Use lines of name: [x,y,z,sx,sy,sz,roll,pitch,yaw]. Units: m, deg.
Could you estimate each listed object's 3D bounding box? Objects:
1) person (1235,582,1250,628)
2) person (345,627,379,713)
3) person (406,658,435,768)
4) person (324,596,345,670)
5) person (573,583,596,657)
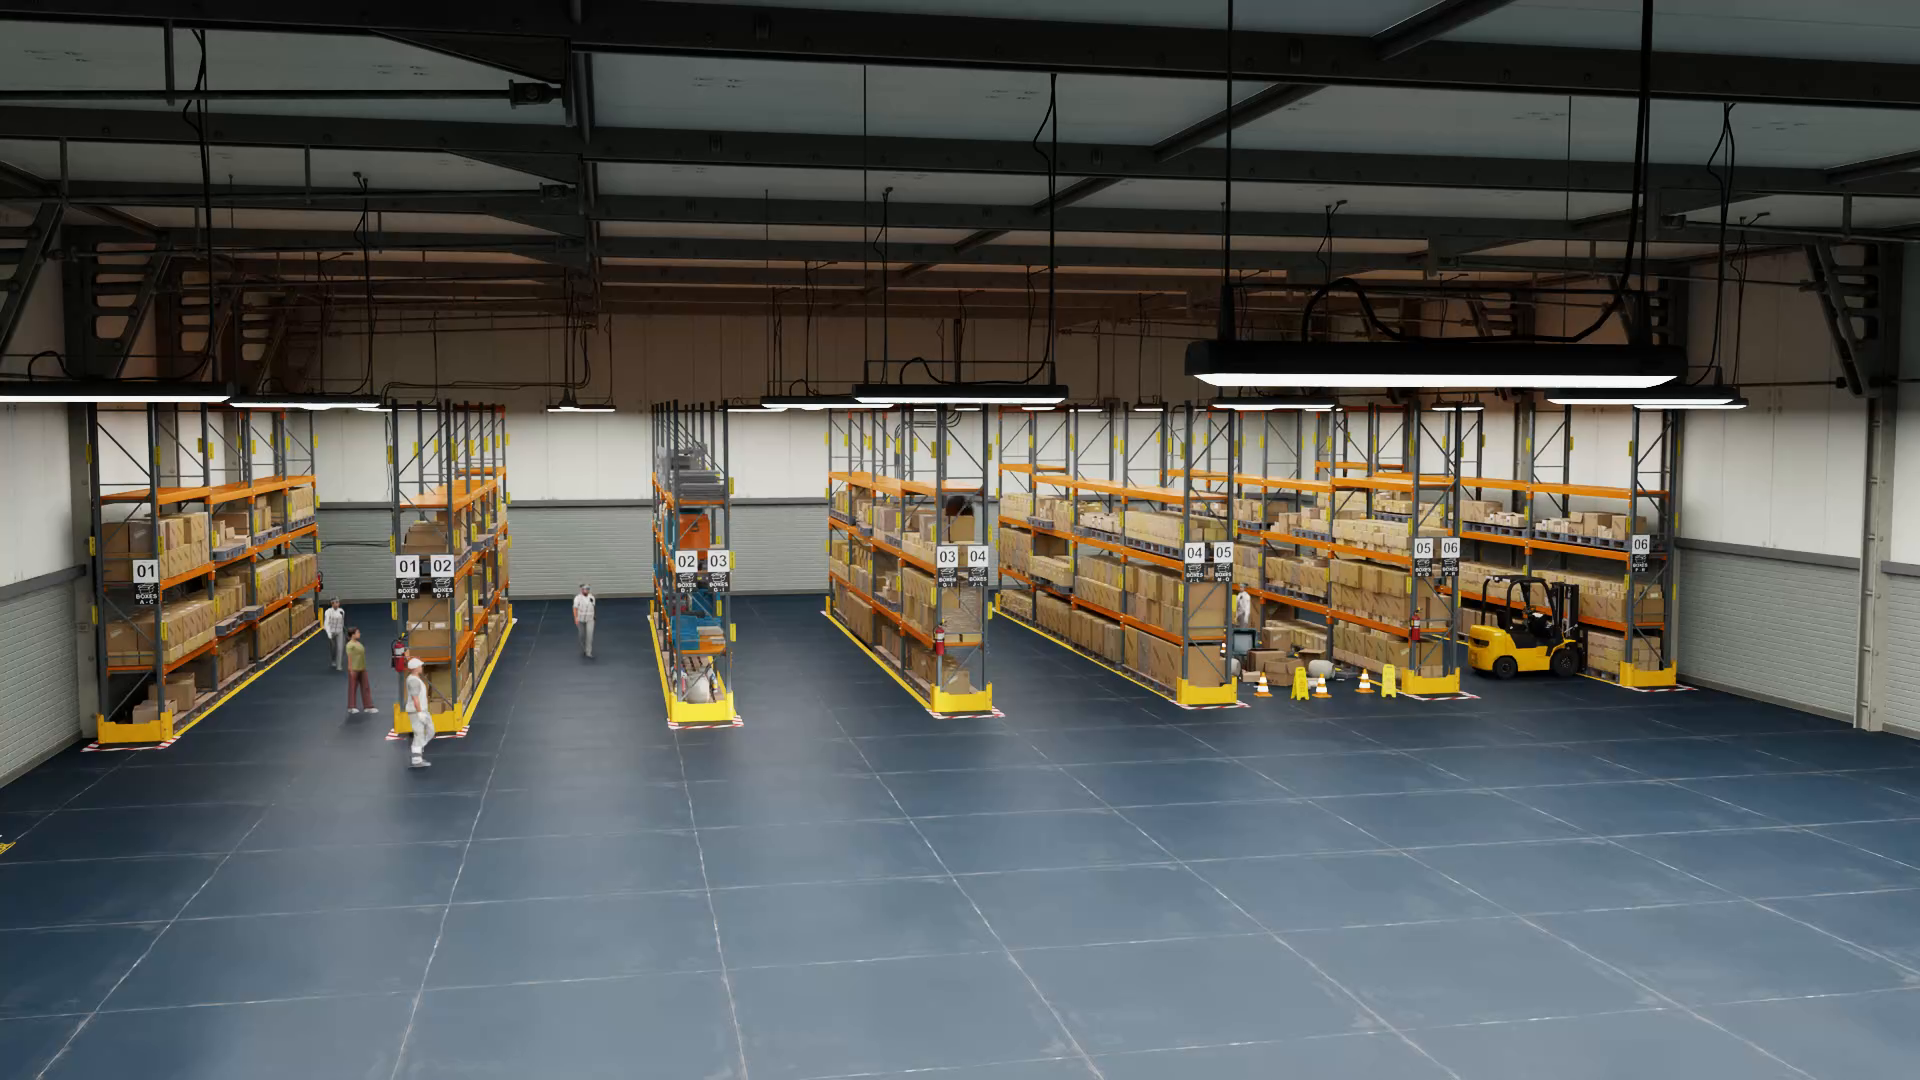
person: [6.841,1.847,40.254,0.339,1.695,0.528,0,4,-4]
person: [-11.495,2.495,31.797,0.666,1.656,0.440,2,5,27]
person: [-8.807,2.804,27.041,0.457,1.785,0.592,0,4,0]
person: [-14.037,2.071,37.340,0.436,1.627,0.958,-1,5,-17]
person: [-8.901,1.879,39.414,0.530,1.723,1.028,0,4,-1]
